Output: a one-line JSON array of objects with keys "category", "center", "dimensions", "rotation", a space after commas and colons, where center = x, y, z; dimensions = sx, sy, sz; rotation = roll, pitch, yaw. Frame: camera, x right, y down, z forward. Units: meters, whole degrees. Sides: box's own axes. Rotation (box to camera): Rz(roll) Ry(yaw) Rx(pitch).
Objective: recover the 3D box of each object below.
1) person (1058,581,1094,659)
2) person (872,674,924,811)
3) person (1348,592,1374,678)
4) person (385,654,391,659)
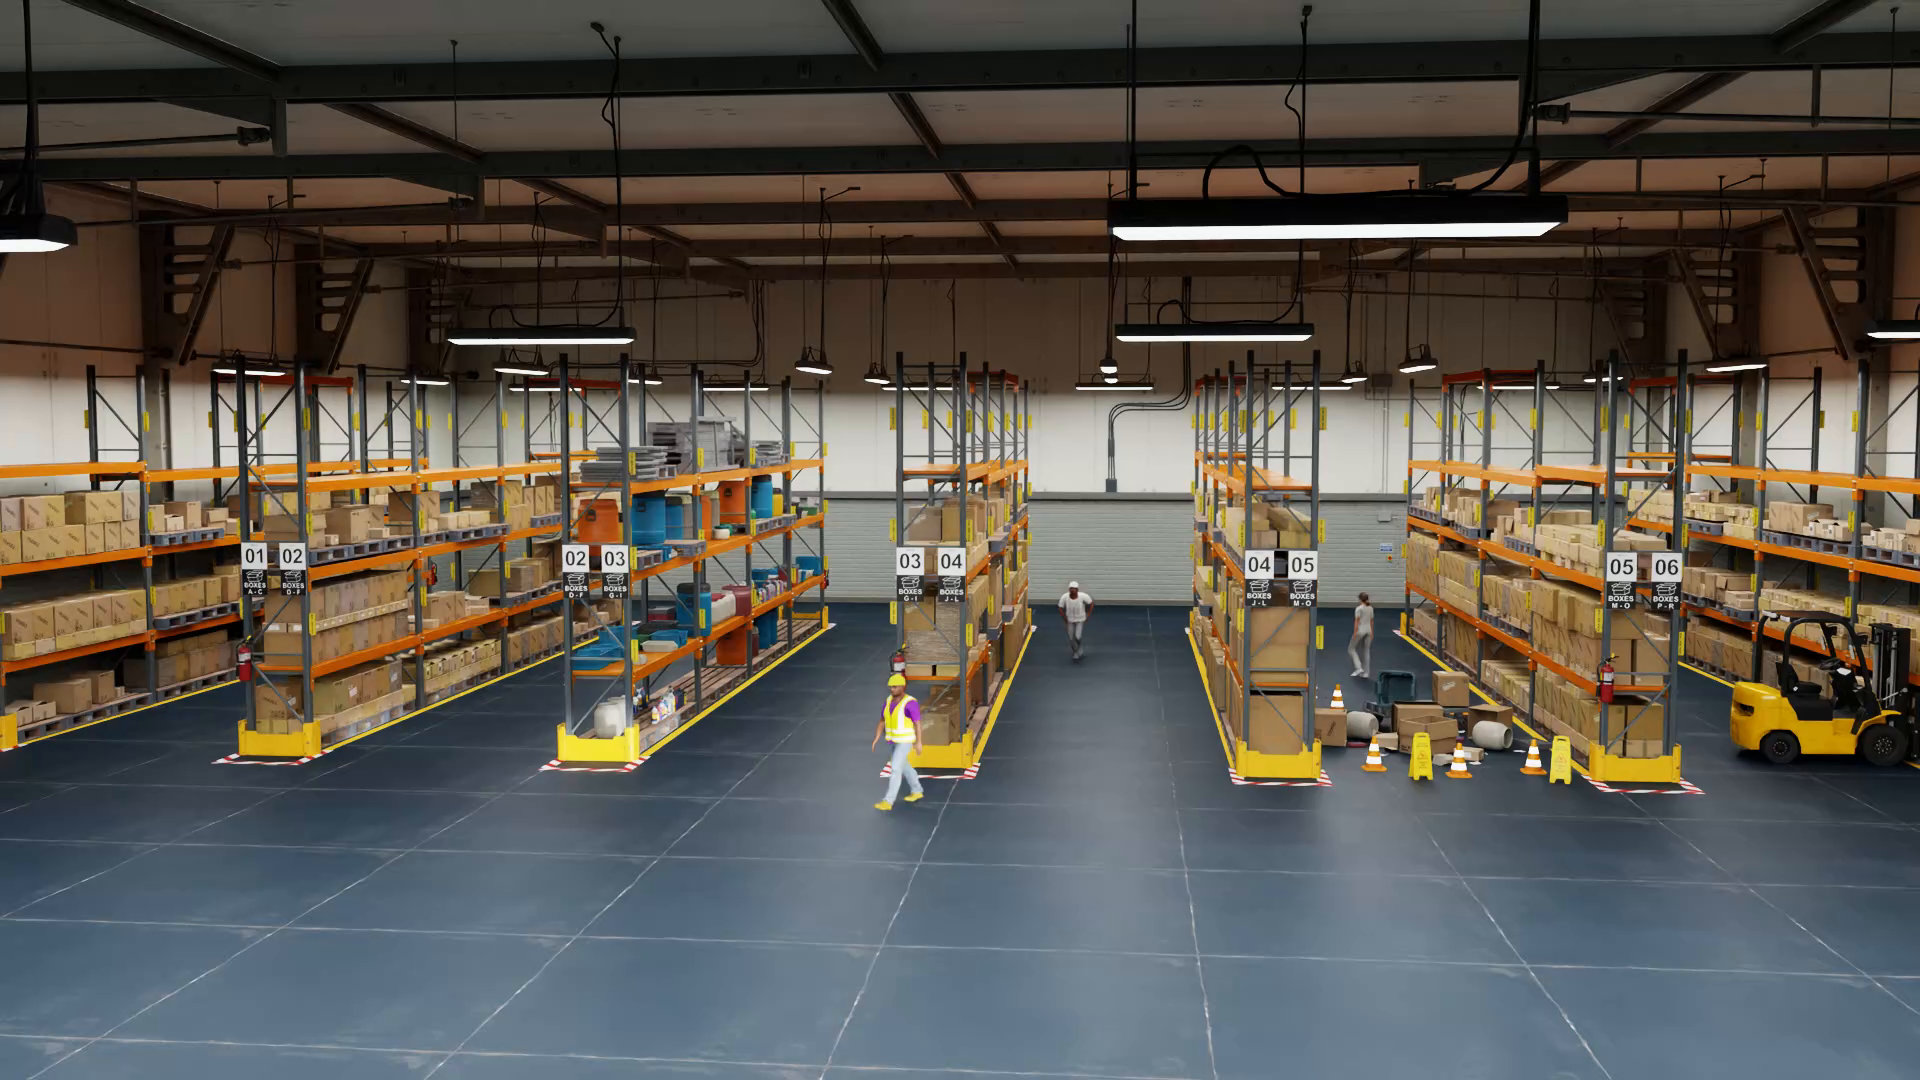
[{"category": "person", "center": [2.437, 1.684, 34.986], "dimensions": [0.731, 1.667, 0.693], "rotation": [1, 4, 15]}, {"category": "person", "center": [-0.843, 2.591, 21.517], "dimensions": [1.051, 1.703, 0.583], "rotation": [-4, 5, -41]}, {"category": "person", "center": [7.887, 1.858, 32.590], "dimensions": [0.488, 1.681, 0.399], "rotation": [-2, 4, -24]}, {"category": "person", "center": [-11.970, 1.748, 34.296], "dimensions": [0.429, 1.612, 1.082], "rotation": [0, 4, 2]}]
